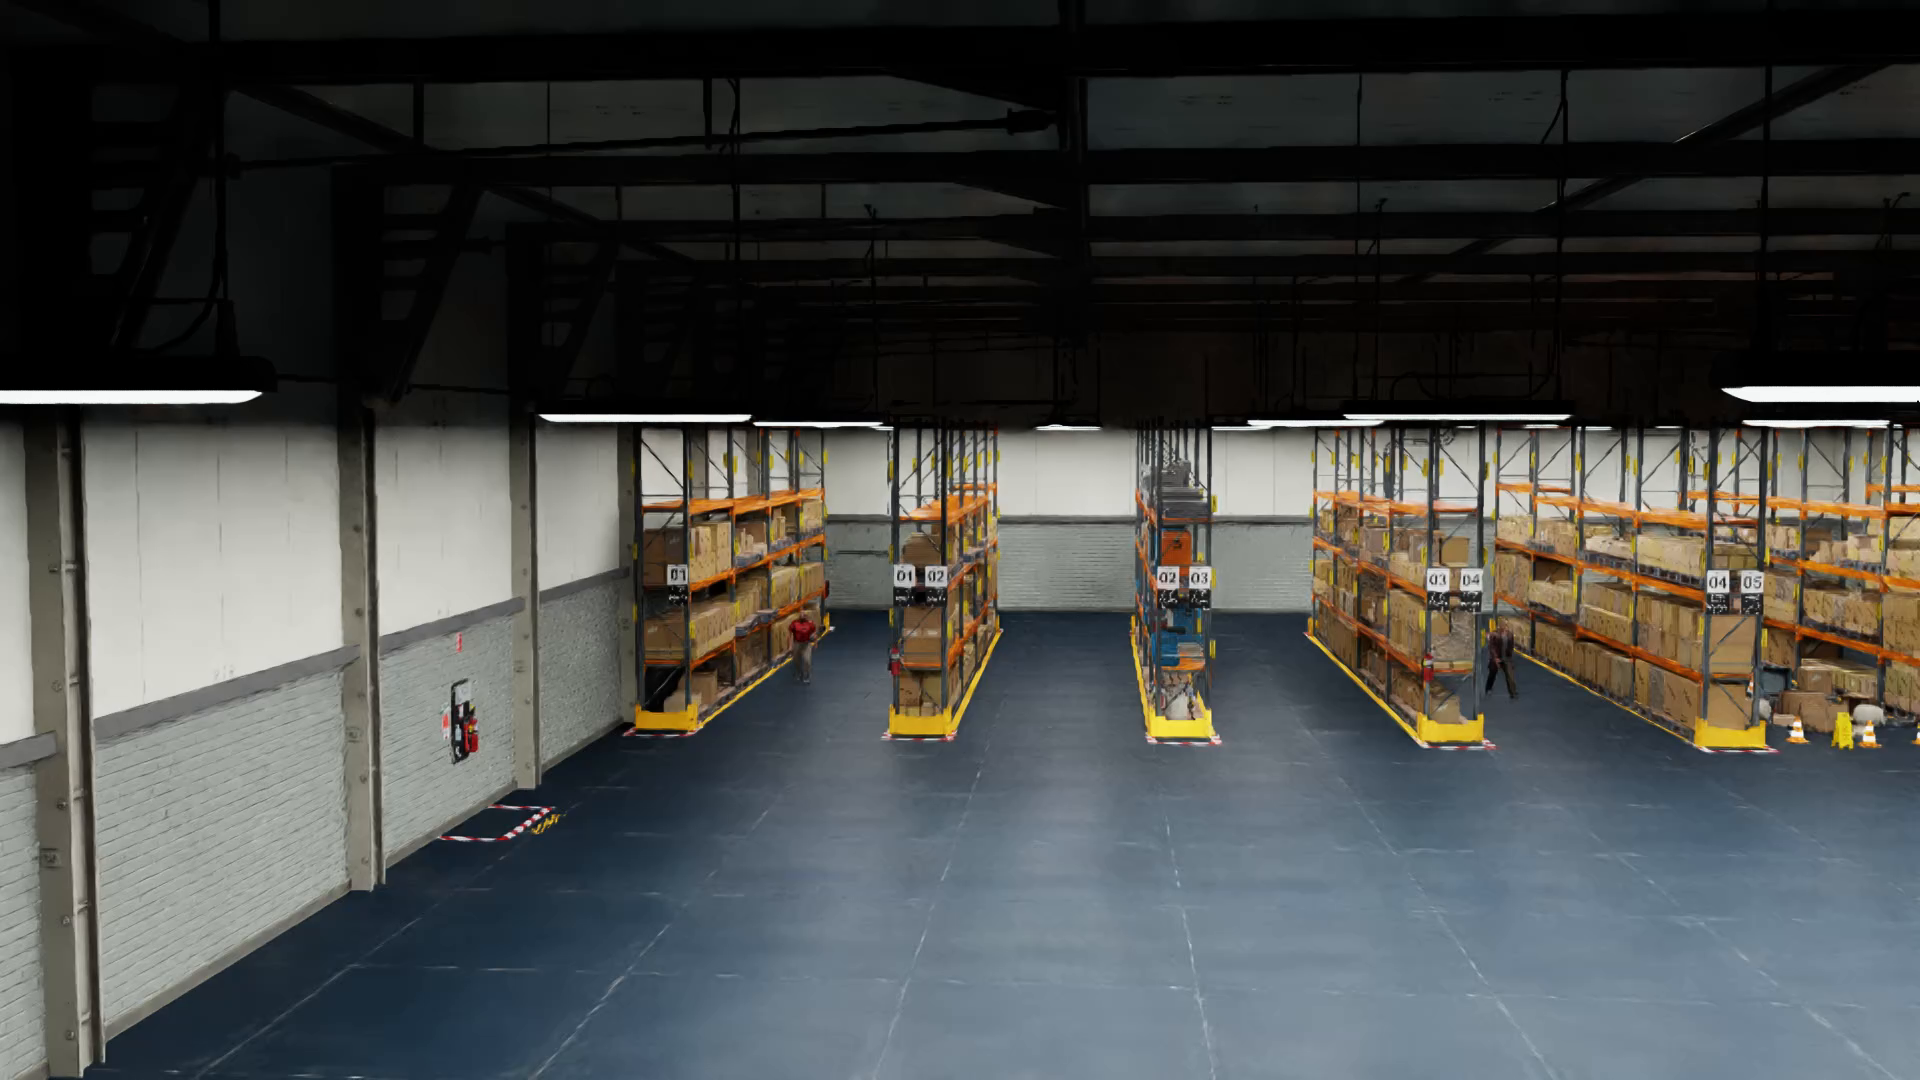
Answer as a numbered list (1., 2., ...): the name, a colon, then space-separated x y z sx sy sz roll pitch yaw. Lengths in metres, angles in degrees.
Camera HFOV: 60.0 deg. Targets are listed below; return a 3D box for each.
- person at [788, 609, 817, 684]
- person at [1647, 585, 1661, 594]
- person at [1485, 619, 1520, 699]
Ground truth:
1. person: -3.592 2.400 37.975 0.672 1.693 0.701 0 4 -4
2. person: 19.844 1.748 47.480 0.701 1.769 0.554 -2 4 -24
3. person: 11.590 2.528 35.600 0.607 1.699 1.170 0 4 -4
